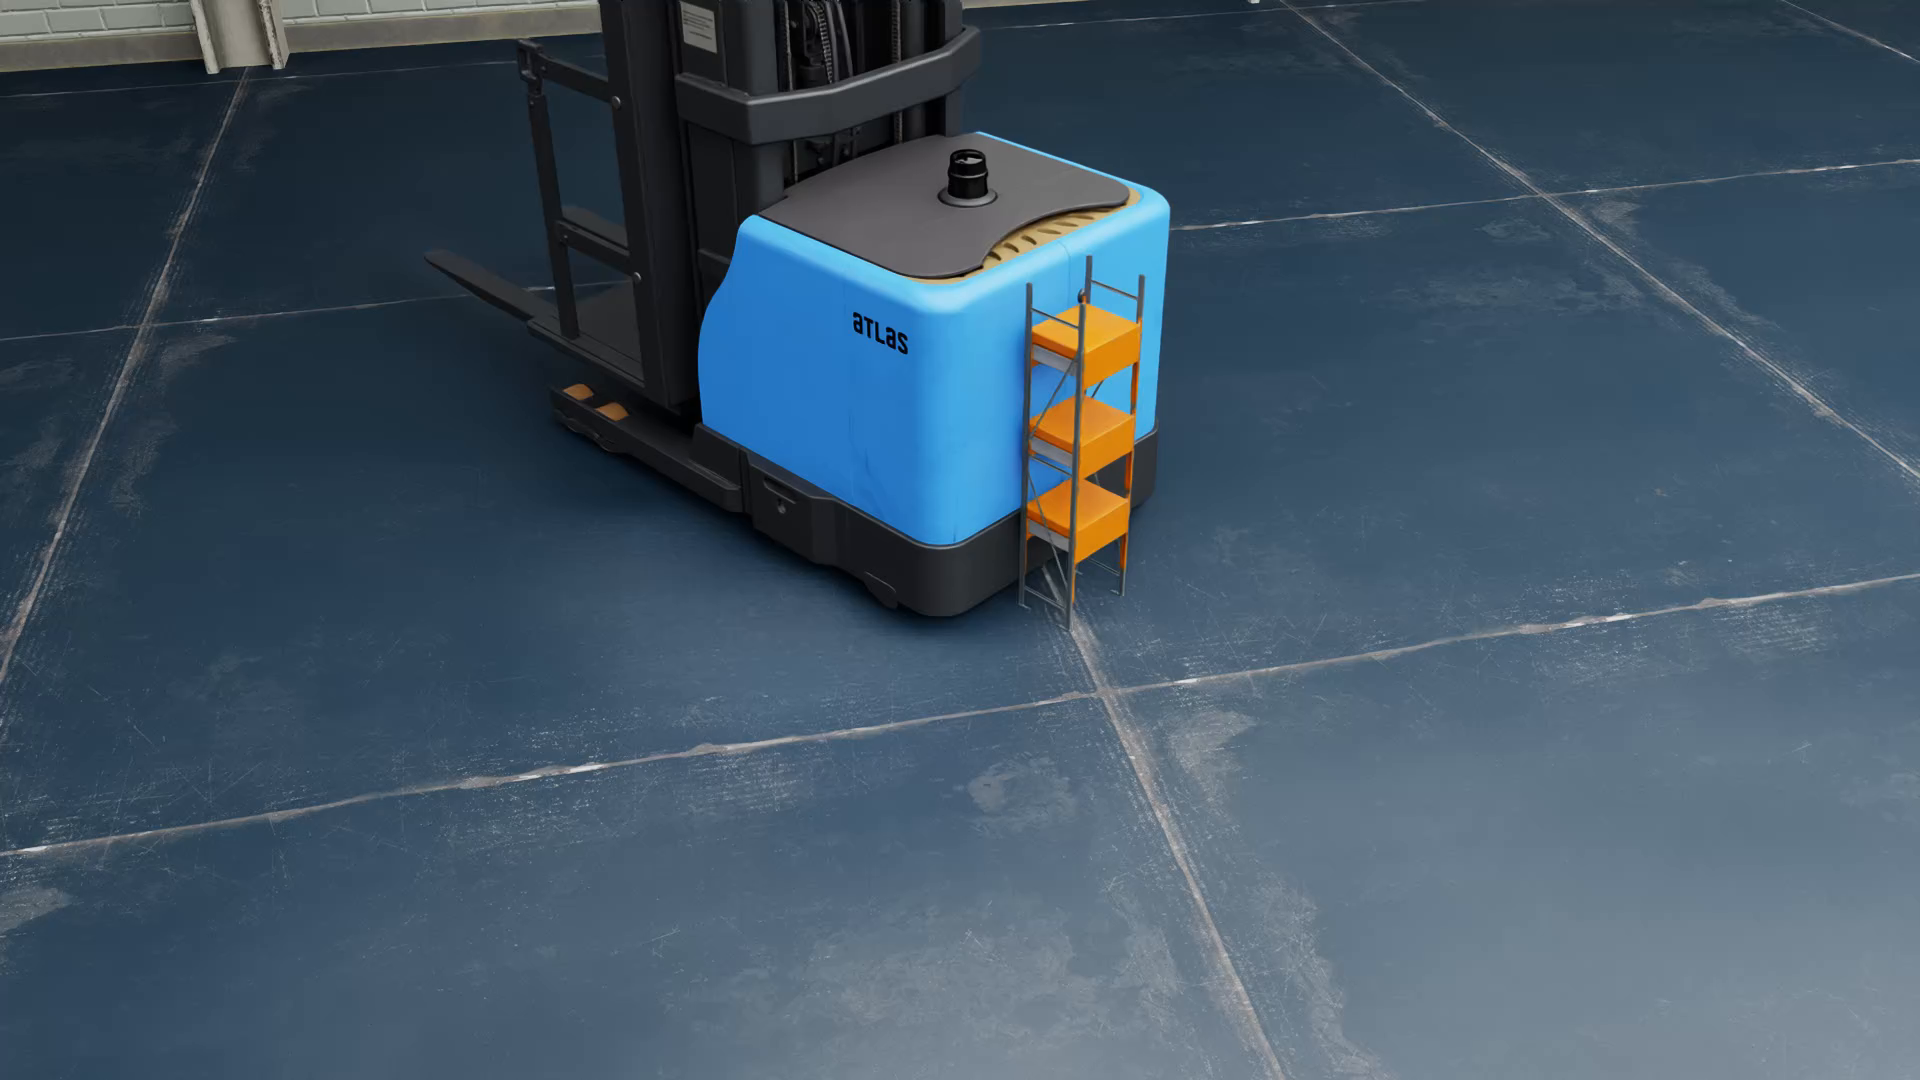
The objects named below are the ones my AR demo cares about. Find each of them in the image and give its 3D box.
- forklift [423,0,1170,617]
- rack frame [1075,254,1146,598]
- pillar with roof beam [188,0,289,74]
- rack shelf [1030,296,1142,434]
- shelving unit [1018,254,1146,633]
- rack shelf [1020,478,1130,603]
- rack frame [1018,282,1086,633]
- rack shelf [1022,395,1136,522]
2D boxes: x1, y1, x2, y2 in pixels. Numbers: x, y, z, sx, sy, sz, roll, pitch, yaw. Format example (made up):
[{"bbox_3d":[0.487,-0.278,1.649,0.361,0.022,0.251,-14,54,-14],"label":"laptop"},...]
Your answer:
[{"bbox_3d":[-0.784,-1.704,5.159,3.031,2.935,1.130,28,43,35],"label":"forklift"},{"bbox_3d":[0.418,-0.303,4.759,0.200,1.050,0.008,28,43,35],"label":"rack frame"},{"bbox_3d":[-2.975,-4.034,3.185,0.400,9.000,9.100,-7,35,-11],"label":"pillar with roof beam"},{"bbox_3d":[0.334,-0.480,4.533,0.215,0.259,0.240,28,43,35],"label":"rack shelf"},{"bbox_3d":[0.334,-0.254,4.686,0.215,1.050,0.252,28,43,35],"label":"shelving unit"},{"bbox_3d":[0.334,-0.014,4.846,0.215,0.259,0.240,28,43,35],"label":"rack shelf"},{"bbox_3d":[0.249,-0.204,4.612,0.200,1.050,0.008,28,43,35],"label":"rack frame"},{"bbox_3d":[0.334,-0.245,4.691,0.215,0.259,0.240,28,43,35],"label":"rack shelf"}]
